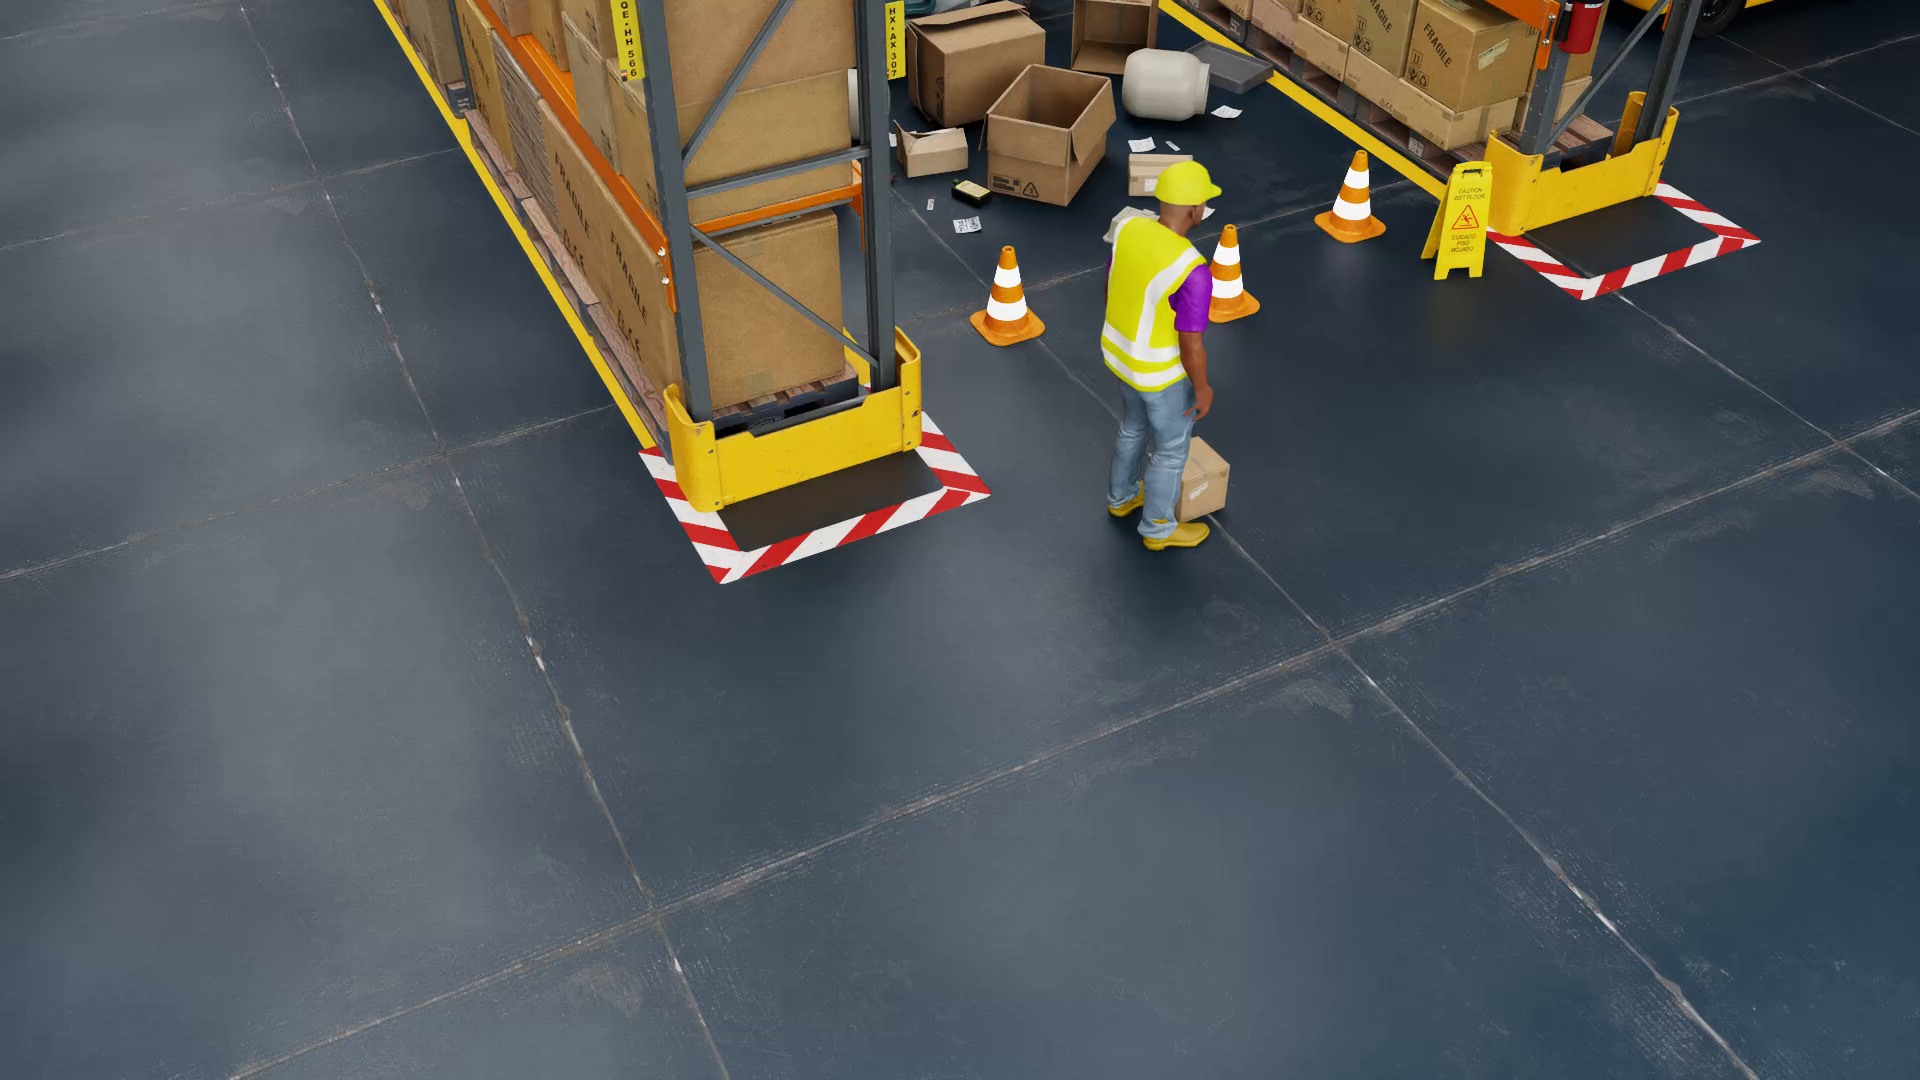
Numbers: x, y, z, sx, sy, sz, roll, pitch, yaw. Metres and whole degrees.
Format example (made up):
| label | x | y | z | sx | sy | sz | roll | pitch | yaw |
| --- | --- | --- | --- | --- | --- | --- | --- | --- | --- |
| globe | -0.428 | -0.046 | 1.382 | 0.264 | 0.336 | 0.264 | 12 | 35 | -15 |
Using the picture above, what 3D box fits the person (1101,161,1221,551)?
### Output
| label | x | y | z | sx | sy | sz | roll | pitch | yaw |
| --- | --- | --- | --- | --- | --- | --- | --- | --- | --- |
| person | 0.843 | -0.772 | 7.033 | 0.461 | 1.759 | 0.631 | -21 | 45 | -23 |
